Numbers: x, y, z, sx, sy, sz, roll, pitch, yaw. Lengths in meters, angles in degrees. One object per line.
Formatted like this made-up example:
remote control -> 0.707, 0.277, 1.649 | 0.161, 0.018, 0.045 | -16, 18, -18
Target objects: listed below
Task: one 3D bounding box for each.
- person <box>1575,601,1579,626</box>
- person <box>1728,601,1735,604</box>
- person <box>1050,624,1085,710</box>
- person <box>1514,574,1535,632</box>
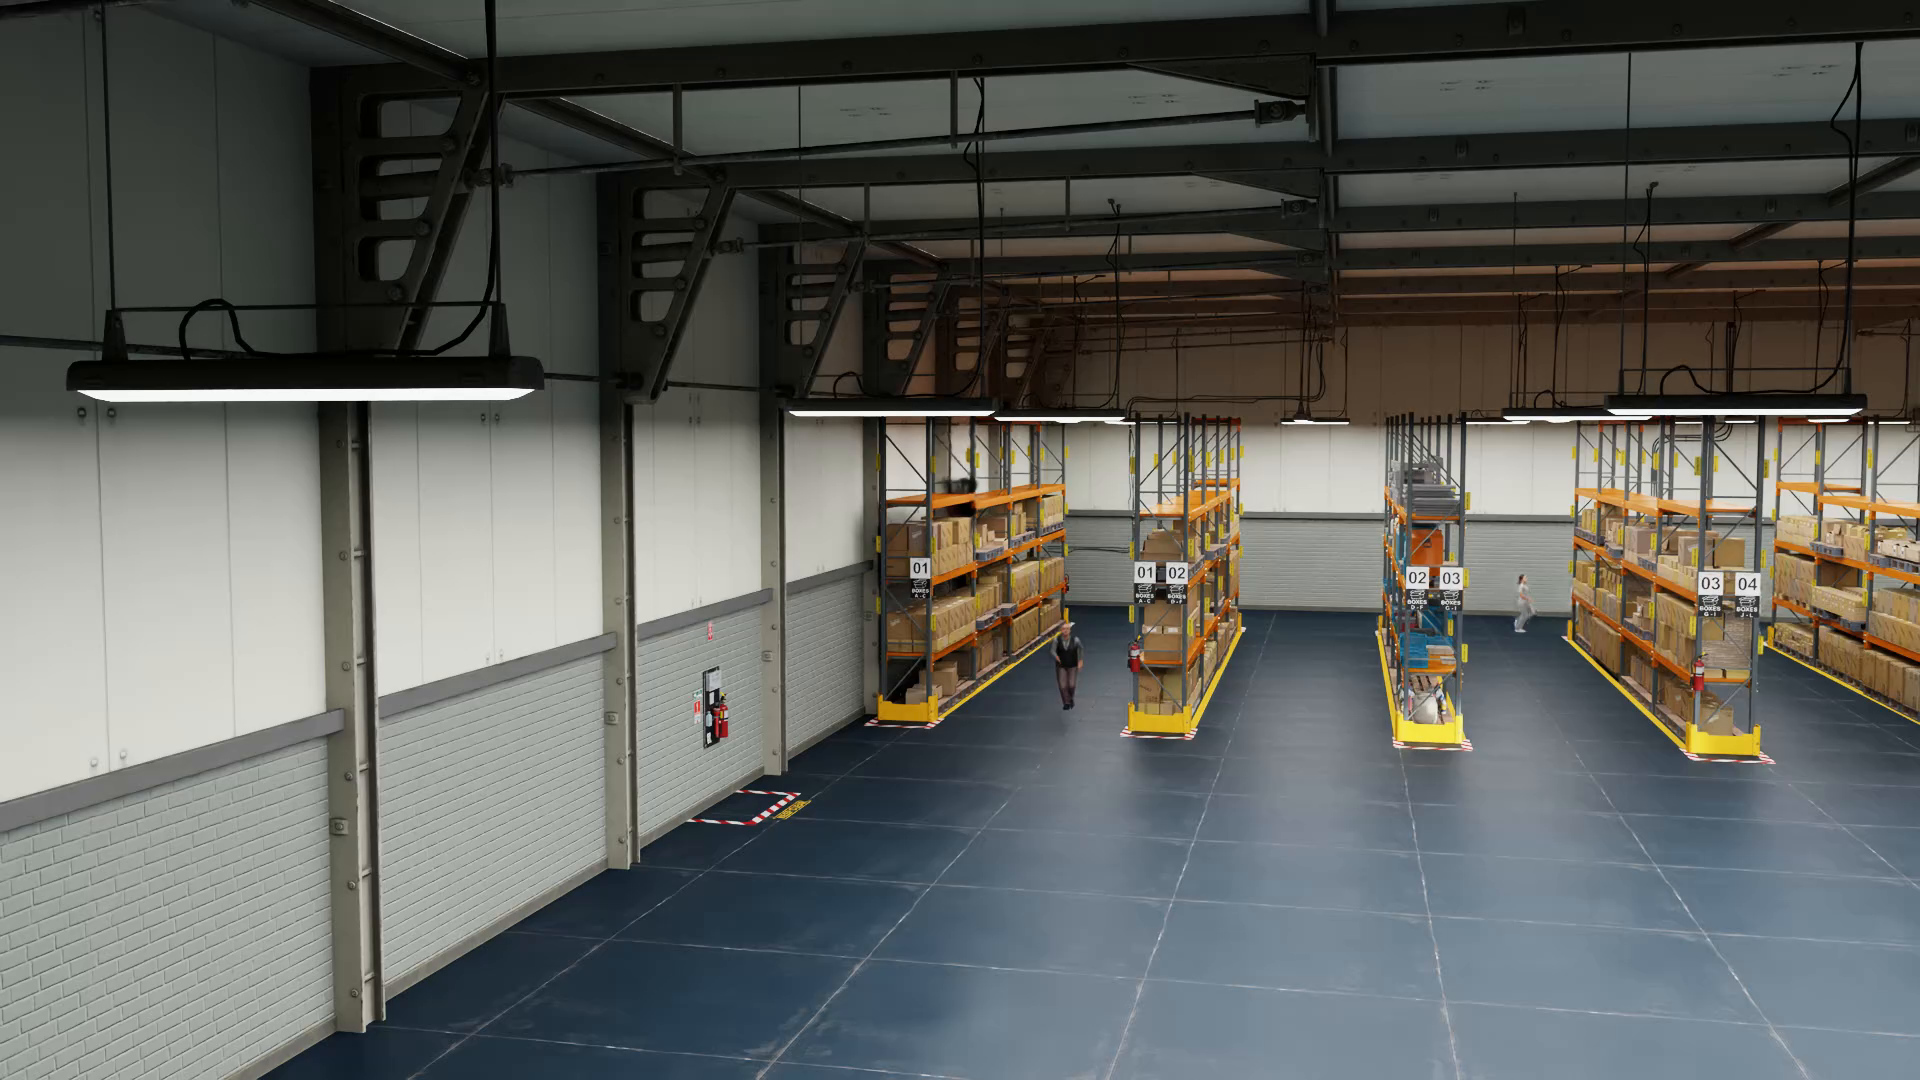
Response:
person -> 17.123, 1.815, 45.688 | 0.626, 1.664, 0.591 | 2, 4, 24
person -> 20.038, 1.910, 43.799 | 0.744, 1.687, 0.982 | 2, 5, 33
person -> 2.057, 2.449, 31.963 | 0.665, 1.675, 0.615 | 0, 4, 7
person -> 15.783, 1.769, 46.476 | 0.520, 1.627, 0.577 | 2, 4, 30
